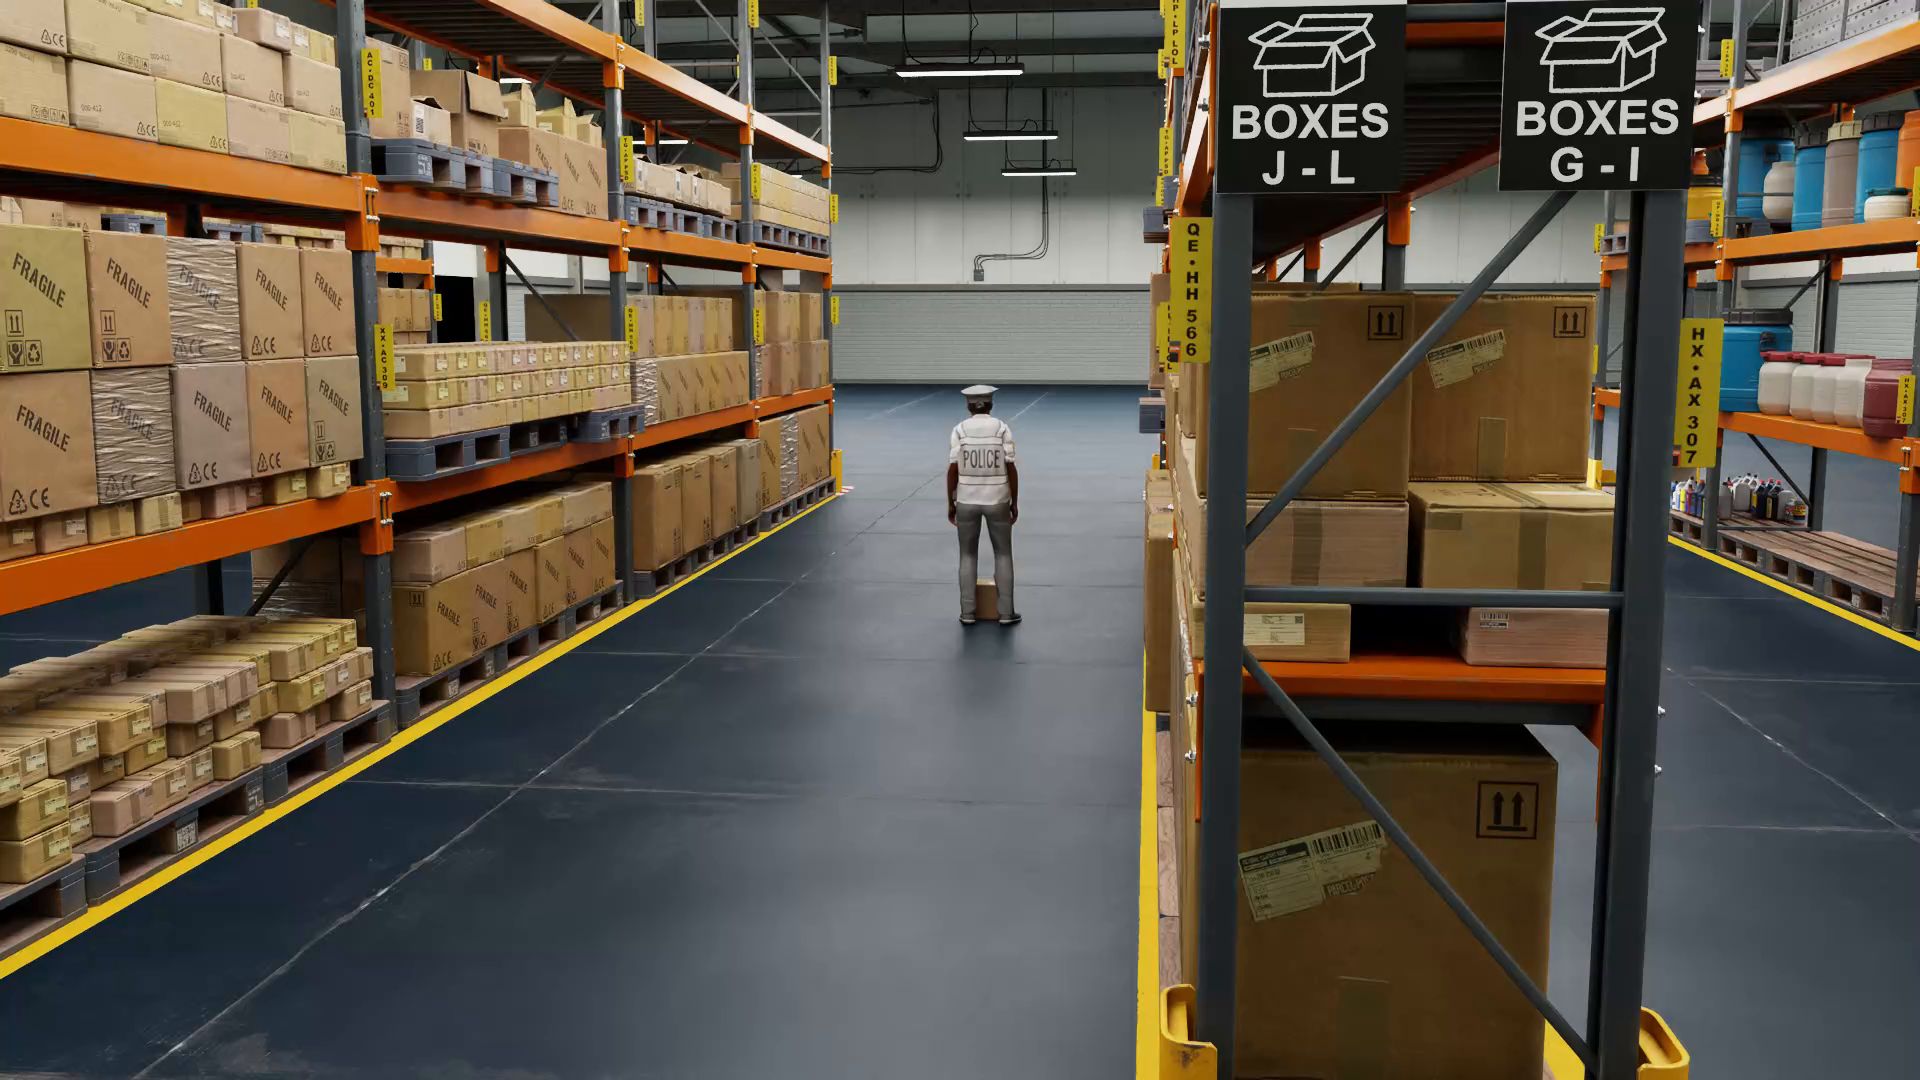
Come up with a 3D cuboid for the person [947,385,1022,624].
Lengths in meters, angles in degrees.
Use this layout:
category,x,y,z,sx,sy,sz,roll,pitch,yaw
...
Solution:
category,x,y,z,sx,sy,sz,roll,pitch,yaw
person,0.171,-0.242,11.591,0.526,1.658,0.396,0,8,3
